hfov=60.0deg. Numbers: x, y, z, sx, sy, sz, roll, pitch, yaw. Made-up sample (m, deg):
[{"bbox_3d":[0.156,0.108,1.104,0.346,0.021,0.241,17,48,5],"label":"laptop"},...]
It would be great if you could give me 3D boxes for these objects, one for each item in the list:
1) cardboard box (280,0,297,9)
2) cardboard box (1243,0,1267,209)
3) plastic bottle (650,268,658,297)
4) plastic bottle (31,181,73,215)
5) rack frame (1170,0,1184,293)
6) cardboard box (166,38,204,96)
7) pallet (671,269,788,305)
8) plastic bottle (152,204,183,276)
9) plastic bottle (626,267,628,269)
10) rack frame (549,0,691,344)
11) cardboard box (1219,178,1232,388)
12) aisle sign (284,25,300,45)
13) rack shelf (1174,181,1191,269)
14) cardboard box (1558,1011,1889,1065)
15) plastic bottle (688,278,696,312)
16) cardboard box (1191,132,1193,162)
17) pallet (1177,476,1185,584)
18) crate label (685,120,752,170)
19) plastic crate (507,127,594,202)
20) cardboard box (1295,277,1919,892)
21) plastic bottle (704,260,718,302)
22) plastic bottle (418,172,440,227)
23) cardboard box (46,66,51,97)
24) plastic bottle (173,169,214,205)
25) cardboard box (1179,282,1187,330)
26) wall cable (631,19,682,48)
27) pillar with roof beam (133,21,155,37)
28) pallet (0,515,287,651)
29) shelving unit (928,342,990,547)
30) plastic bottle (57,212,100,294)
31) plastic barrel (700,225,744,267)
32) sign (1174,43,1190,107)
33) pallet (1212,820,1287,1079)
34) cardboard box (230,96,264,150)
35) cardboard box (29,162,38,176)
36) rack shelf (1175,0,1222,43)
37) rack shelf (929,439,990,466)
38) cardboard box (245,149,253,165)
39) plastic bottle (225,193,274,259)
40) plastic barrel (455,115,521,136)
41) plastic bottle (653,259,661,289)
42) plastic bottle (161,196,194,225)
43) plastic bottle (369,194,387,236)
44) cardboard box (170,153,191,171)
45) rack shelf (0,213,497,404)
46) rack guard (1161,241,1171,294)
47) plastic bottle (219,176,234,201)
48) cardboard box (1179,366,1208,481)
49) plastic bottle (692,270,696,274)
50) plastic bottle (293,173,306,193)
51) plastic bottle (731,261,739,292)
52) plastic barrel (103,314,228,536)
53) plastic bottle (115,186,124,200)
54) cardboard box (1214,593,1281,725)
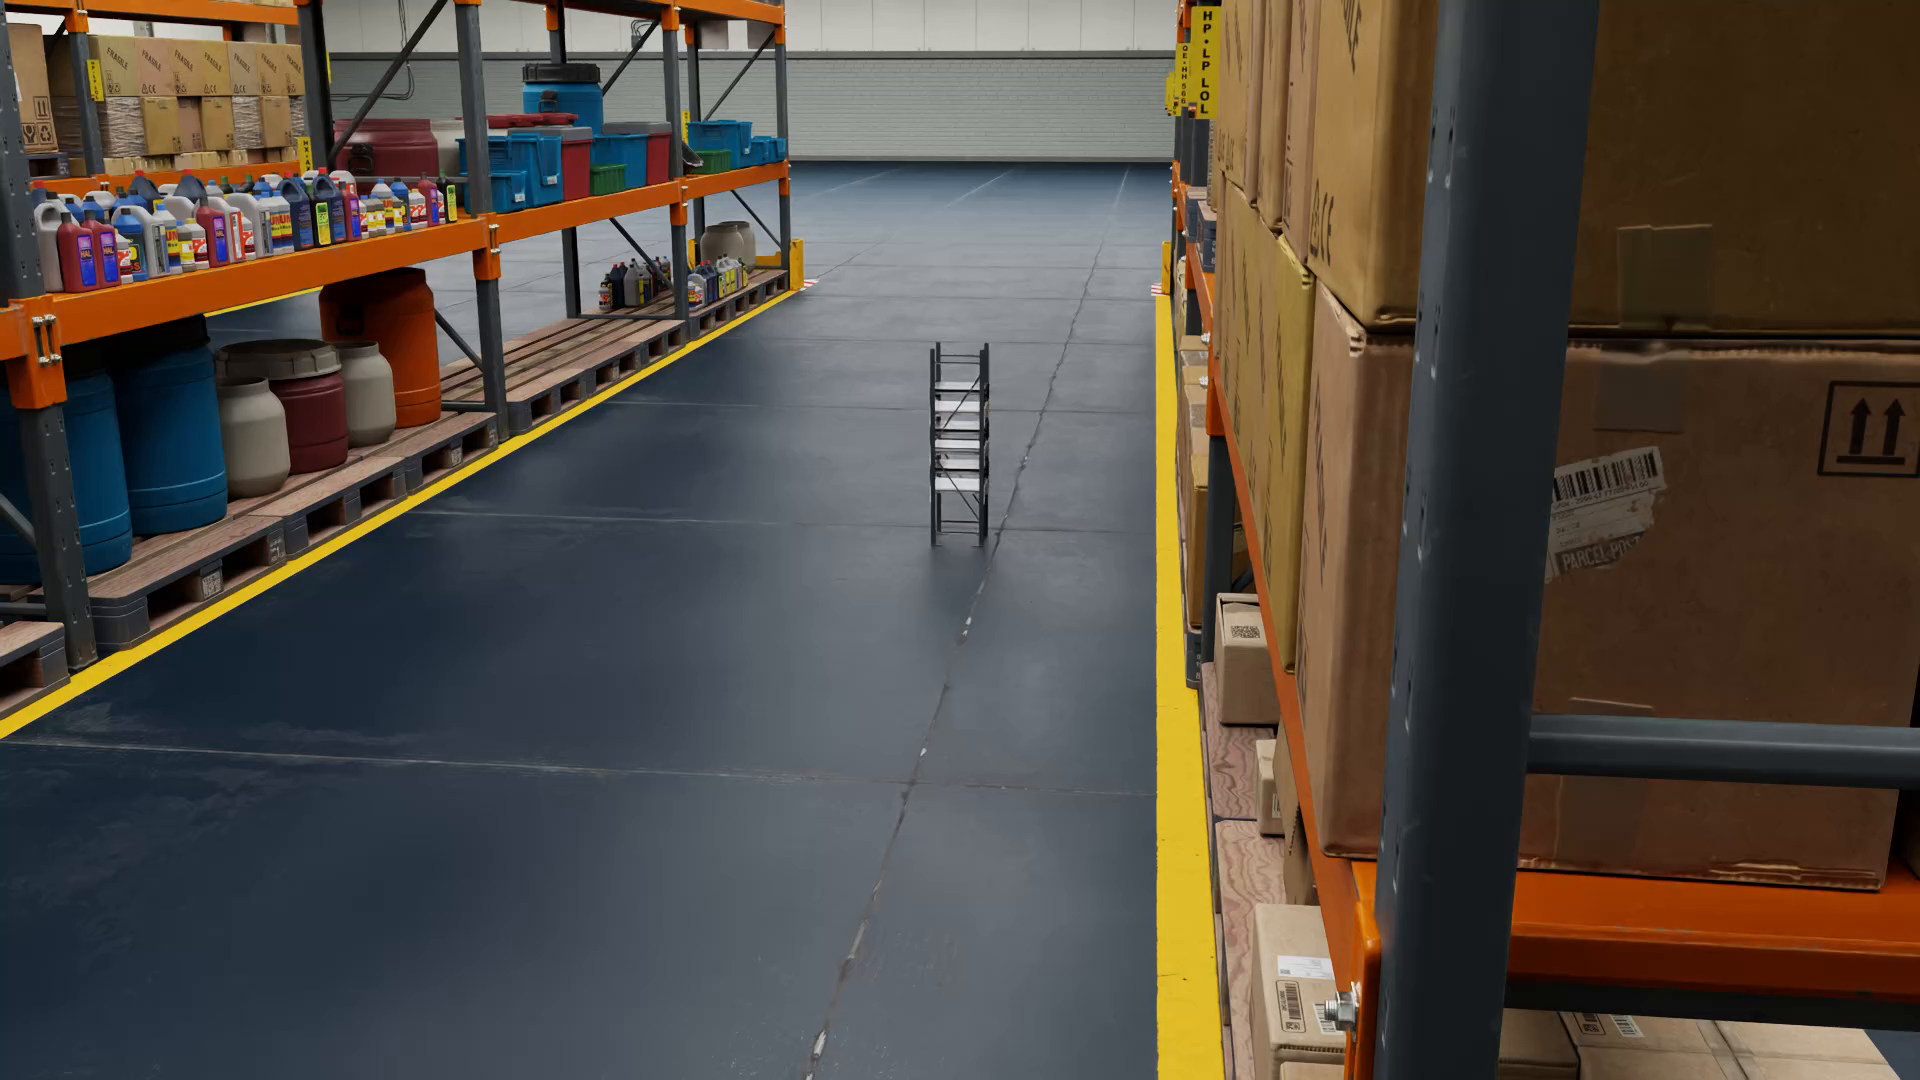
[{"bbox_3d":[-6.997,-5.508,16.826,0.500,0.250,0.500,2,15,8],"label":"cardboard box"},{"bbox_3d":[0.787,-0.876,3.047,0.500,0.500,0.500,2,15,8],"label":"cardboard box"},{"bbox_3d":[-2.753,-2.331,14.896,0.061,0.283,0.133,2,15,6],"label":"plastic bottle"},{"bbox_3d":[-3.685,-1.275,6.724,0.144,0.351,0.185,2,15,6],"label":"plastic bottle"},{"bbox_3d":[2.647,-3.972,16.605,1.000,3.000,0.127,2,15,6],"label":"rack frame"},{"bbox_3d":[-7.231,-4.271,15.032,0.500,0.500,0.500,2,15,6],"label":"cardboard box"},{"bbox_3d":[-2.333,-2.541,16.656,1.003,0.211,1.213,2,15,6],"label":"pallet"},{"bbox_3d":[-3.116,-1.178,6.517,0.097,0.271,0.097,0,15,0],"label":"plastic bottle"},{"bbox_3d":[-2.940,-2.251,14.603,0.061,0.283,0.133,3,15,10],"label":"plastic bottle"},{"bbox_3d":[-2.725,-3.082,13.312,1.000,3.000,0.127,2,15,6],"label":"rack frame"},{"bbox_3d":[0.910,-0.651,4.132,0.500,0.500,0.500,2,15,7],"label":"cardboard box"},{"bbox_3d":[-6.890,-5.527,17.375,0.394,0.787,0.004,2,15,6],"label":"aisle sign"},{"bbox_3d":[1.970,-2.069,10.944,1.077,0.370,4.000,2,15,6],"label":"rack shelf"},{"bbox_3d":[1.298,0.901,3.010,0.500,0.250,0.500,2,15,6],"label":"cardboard box"},{"bbox_3d":[-2.254,-2.047,13.868,0.097,0.271,0.097,0,15,0],"label":"plastic bottle"},{"bbox_3d":[2.466,-3.635,15.166,0.700,0.500,0.500,2,15,7],"label":"cardboard box"},{"bbox_3d":[1.483,-0.043,7.417,1.003,0.211,1.213,2,15,6],"label":"pallet"},{"bbox_3d":[-2.213,-3.651,15.349,0.502,0.435,0.616,2,15,6],"label":"crate label"},{"bbox_3d":[-2.690,-2.485,10.983,0.402,0.464,0.583,2,15,6],"label":"plastic crate"},{"bbox_3d":[0.622,0.005,1.705,0.500,0.500,0.500,2,15,8],"label":"cardboard box"},{"bbox_3d":[-2.201,-2.261,14.510,0.144,0.351,0.185,1,15,4],"label":"plastic bottle"},{"bbox_3d":[-2.824,-1.810,8.834,0.061,0.283,0.133,2,15,6],"label":"plastic bottle"},{"bbox_3d":[-7.869,-4.027,14.130,0.500,0.500,0.500,2,15,6],"label":"cardboard box"},{"bbox_3d":[-3.559,-1.547,7.731,0.144,0.351,0.185,2,15,6],"label":"plastic bottle"},{"bbox_3d":[1.730,-1.582,11.156,0.500,0.311,0.500,2,15,8],"label":"cardboard box"},{"bbox_3d":[-8.486,-17.308,47.915,2.305,6.003,0.169,2,15,6],"label":"wall cable"},{"bbox_3d":[-15.963,-13.542,40.503,9.100,9.000,0.400,2,15,6],"label":"pillar with roof beam"},{"bbox_3d":[-3.500,0.141,6.738,1.003,0.211,1.213,2,15,6],"label":"pallet"},{"bbox_3d":[-0.001,-0.432,7.537,0.258,0.900,0.210,2,15,6],"label":"shelving unit"},{"bbox_3d":[-3.163,-1.033,5.959,0.061,0.283,0.133,2,15,6],"label":"plastic bottle"},{"bbox_3d":[-2.329,-2.818,16.298,0.421,0.512,0.421,0,15,0],"label":"plastic barrel"},{"bbox_3d":[1.193,-2.472,8.838,0.100,0.325,0.005,2,15,6],"label":"sign"},{"bbox_3d":[1.080,0.982,3.627,1.003,0.211,1.213,2,15,6],"label":"pallet"},{"bbox_3d":[-7.321,-4.053,16.144,0.875,0.500,0.500,2,15,6],"label":"cardboard box"},{"bbox_3d":[-7.915,-3.171,14.122,0.380,0.149,0.250,2,15,6],"label":"cardboard box"},{"bbox_3d":[2.422,-4.554,14.389,1.077,0.370,4.000,2,15,6],"label":"rack shelf"},{"bbox_3d":[-0.001,-0.400,7.545,0.258,0.077,0.200,2,15,6],"label":"rack shelf"},{"bbox_3d":[-7.147,-3.739,16.224,0.380,0.149,0.250,2,15,6],"label":"cardboard box"},{"bbox_3d":[-3.067,-1.356,7.168,0.152,0.276,0.135,2,15,6],"label":"plastic bottle"},{"bbox_3d":[-3.183,-2.603,11.282,0.433,0.535,0.433,0,15,0],"label":"plastic barrel"},{"bbox_3d":[-2.827,-2.464,15.413,0.097,0.271,0.097,0,15,0],"label":"plastic bottle"},{"bbox_3d":[-3.244,-1.300,6.962,0.152,0.276,0.135,2,15,6],"label":"plastic bottle"},{"bbox_3d":[-2.911,-1.615,8.270,0.097,0.201,0.097,0,15,0],"label":"plastic bottle"},{"bbox_3d":[-7.194,-3.412,15.015,0.380,0.149,0.250,2,15,6],"label":"cardboard box"},{"bbox_3d":[-3.402,-1.178,7.651,1.077,0.370,4.000,2,15,6],"label":"rack shelf"},{"bbox_3d":[2.650,-2.772,16.955,1.175,0.500,0.348,2,15,6],"label":"rack guard"},{"bbox_3d":[-3.685,-1.672,8.322,0.061,0.283,0.133,2,15,6],"label":"plastic bottle"},{"bbox_3d":[1.294,-0.527,7.812,0.500,0.500,0.500,1,15,6],"label":"cardboard box"},{"bbox_3d":[-2.326,-2.215,14.492,0.097,0.271,0.097,0,15,0],"label":"plastic bottle"},{"bbox_3d":[-3.587,-1.850,9.004,0.097,0.271,0.097,0,15,0],"label":"plastic bottle"},{"bbox_3d":[-2.117,-2.427,15.265,0.152,0.276,0.135,1,15,5],"label":"plastic bottle"},{"bbox_3d":[-3.470,-0.521,7.057,0.600,0.901,0.708,2,15,6],"label":"plastic barrel"},{"bbox_3d":[-3.785,-1.444,7.479,0.061,0.283,0.133,2,15,6],"label":"plastic bottle"},{"bbox_3d":[1.031,0.328,5.010,0.500,0.311,0.500,2,15,6],"label":"cardboard box"}]
